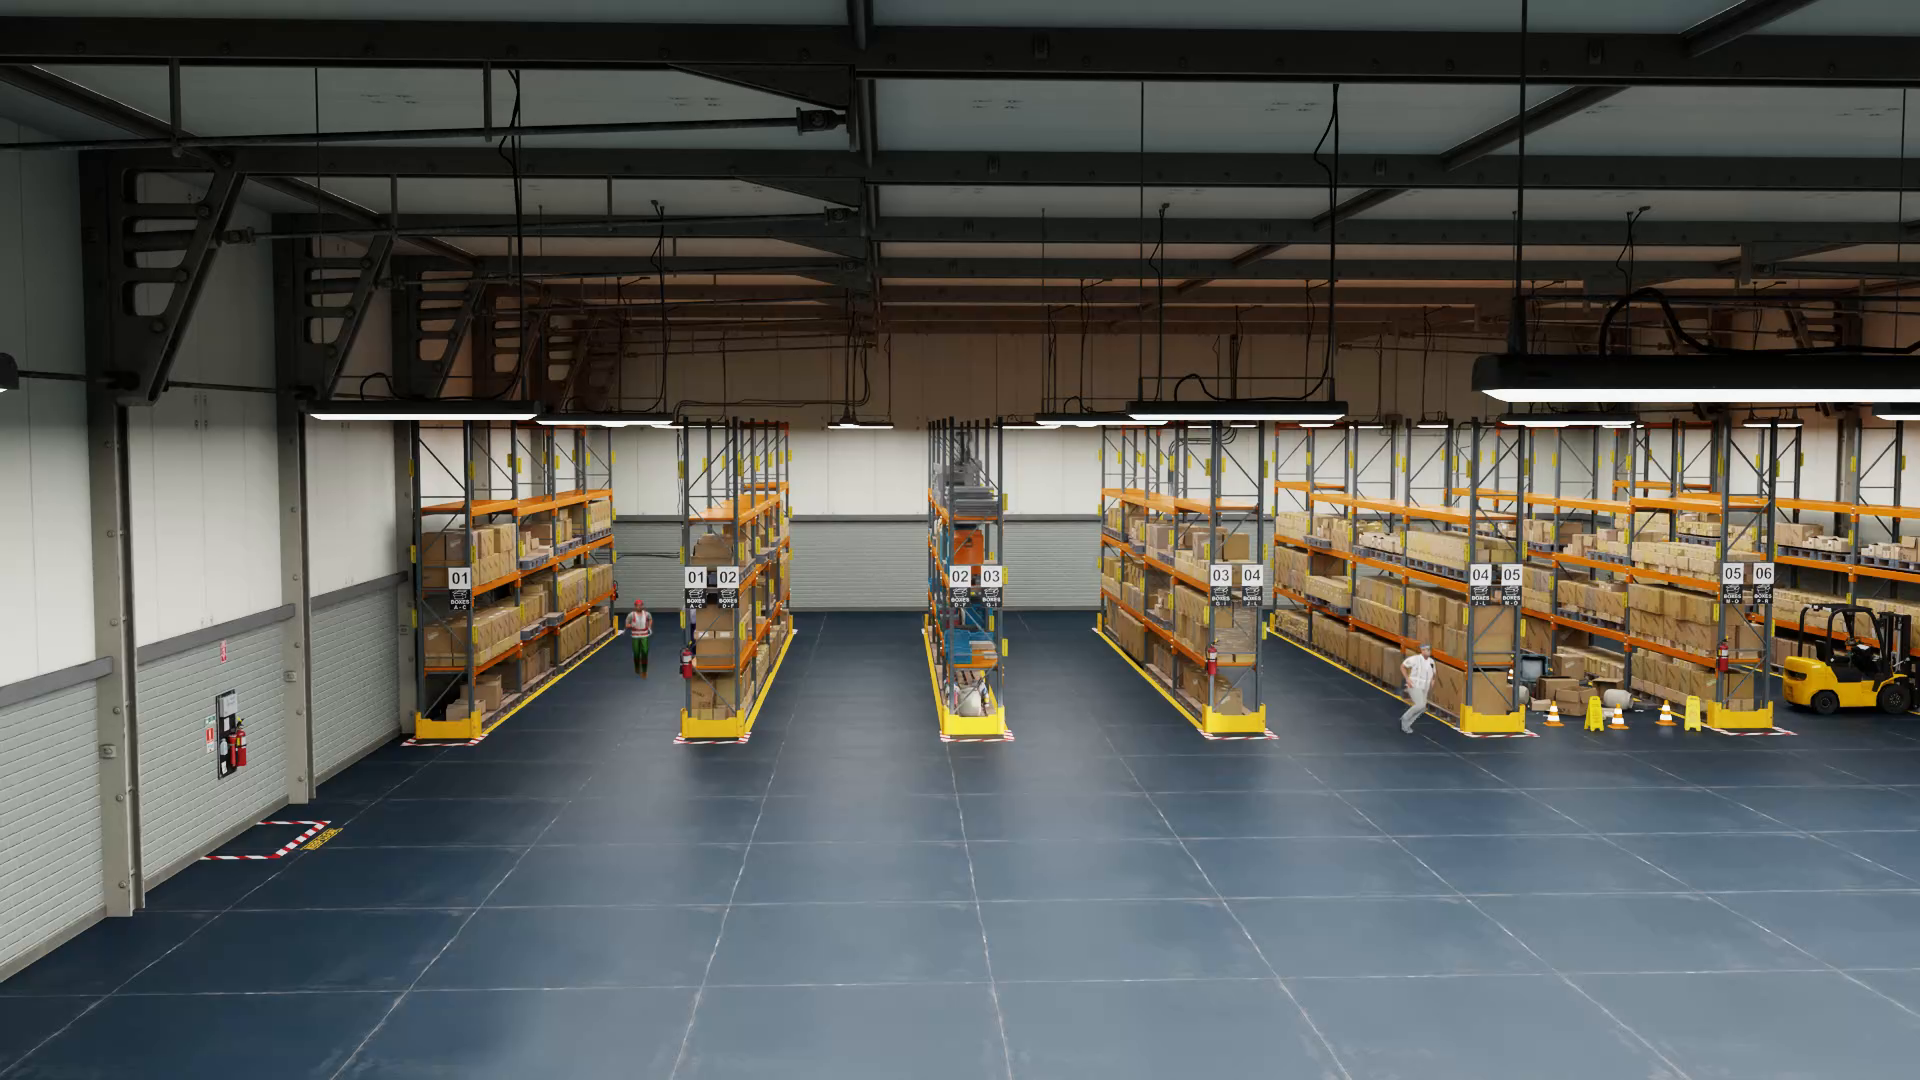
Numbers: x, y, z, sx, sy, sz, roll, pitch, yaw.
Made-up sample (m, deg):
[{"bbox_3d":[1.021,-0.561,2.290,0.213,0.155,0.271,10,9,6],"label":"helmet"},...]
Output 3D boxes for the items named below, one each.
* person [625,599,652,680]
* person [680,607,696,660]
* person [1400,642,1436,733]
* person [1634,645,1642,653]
[{"bbox_3d":[-7.461,2.295,38.704,0.639,1.839,0.782,-1,4,-16],"label":"person"},{"bbox_3d":[-6.708,2.210,41.609,0.595,1.601,0.561,0,4,-6],"label":"person"},{"bbox_3d":[8.752,2.799,31.610,0.714,1.718,0.596,-2,4,-29],"label":"person"},{"bbox_3d":[16.556,2.227,40.132,0.679,1.830,0.769,0,4,-3],"label":"person"}]
